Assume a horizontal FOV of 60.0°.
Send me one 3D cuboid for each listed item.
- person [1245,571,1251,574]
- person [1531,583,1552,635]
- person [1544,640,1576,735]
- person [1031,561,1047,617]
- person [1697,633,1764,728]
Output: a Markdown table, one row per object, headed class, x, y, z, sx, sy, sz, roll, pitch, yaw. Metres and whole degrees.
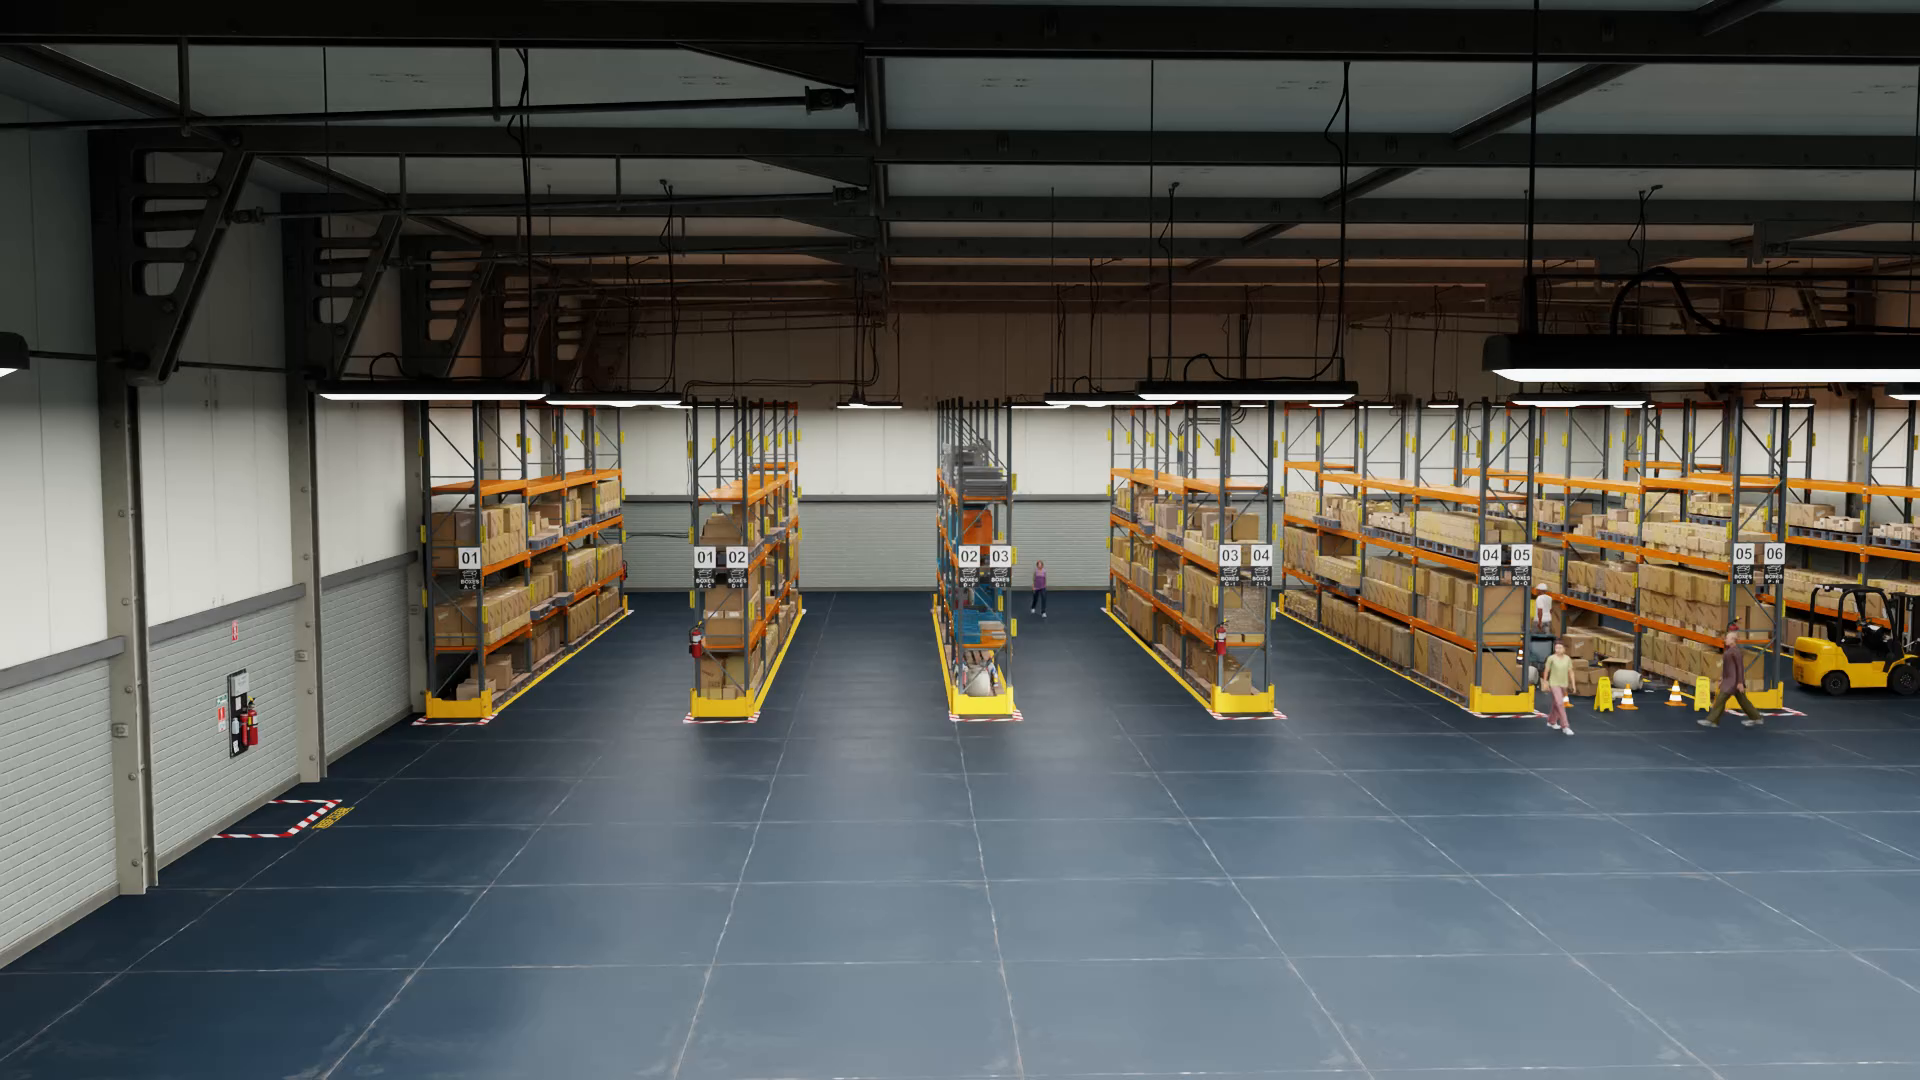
| class | x | y | z | sx | sy | sz | roll | pitch | yaw |
| --- | --- | --- | --- | --- | --- | --- | --- | --- | --- |
| person | 8.281 | 1.201 | 48.065 | 0.516 | 1.576 | 1.019 | 2 | 5 | 22 |
| person | 13.451 | 1.908 | 38.298 | 0.536 | 1.804 | 0.604 | -1 | 5 | -14 |
| person | 10.697 | 2.599 | 29.567 | 0.474 | 1.631 | 0.948 | -1 | 4 | -10 |
| person | 2.219 | 1.345 | 46.417 | 0.436 | 1.550 | 0.888 | -1 | 4 | -11 |
| person | 13.940 | 2.531 | 30.039 | 1.162 | 1.723 | 0.585 | 1 | 5 | 13 |
